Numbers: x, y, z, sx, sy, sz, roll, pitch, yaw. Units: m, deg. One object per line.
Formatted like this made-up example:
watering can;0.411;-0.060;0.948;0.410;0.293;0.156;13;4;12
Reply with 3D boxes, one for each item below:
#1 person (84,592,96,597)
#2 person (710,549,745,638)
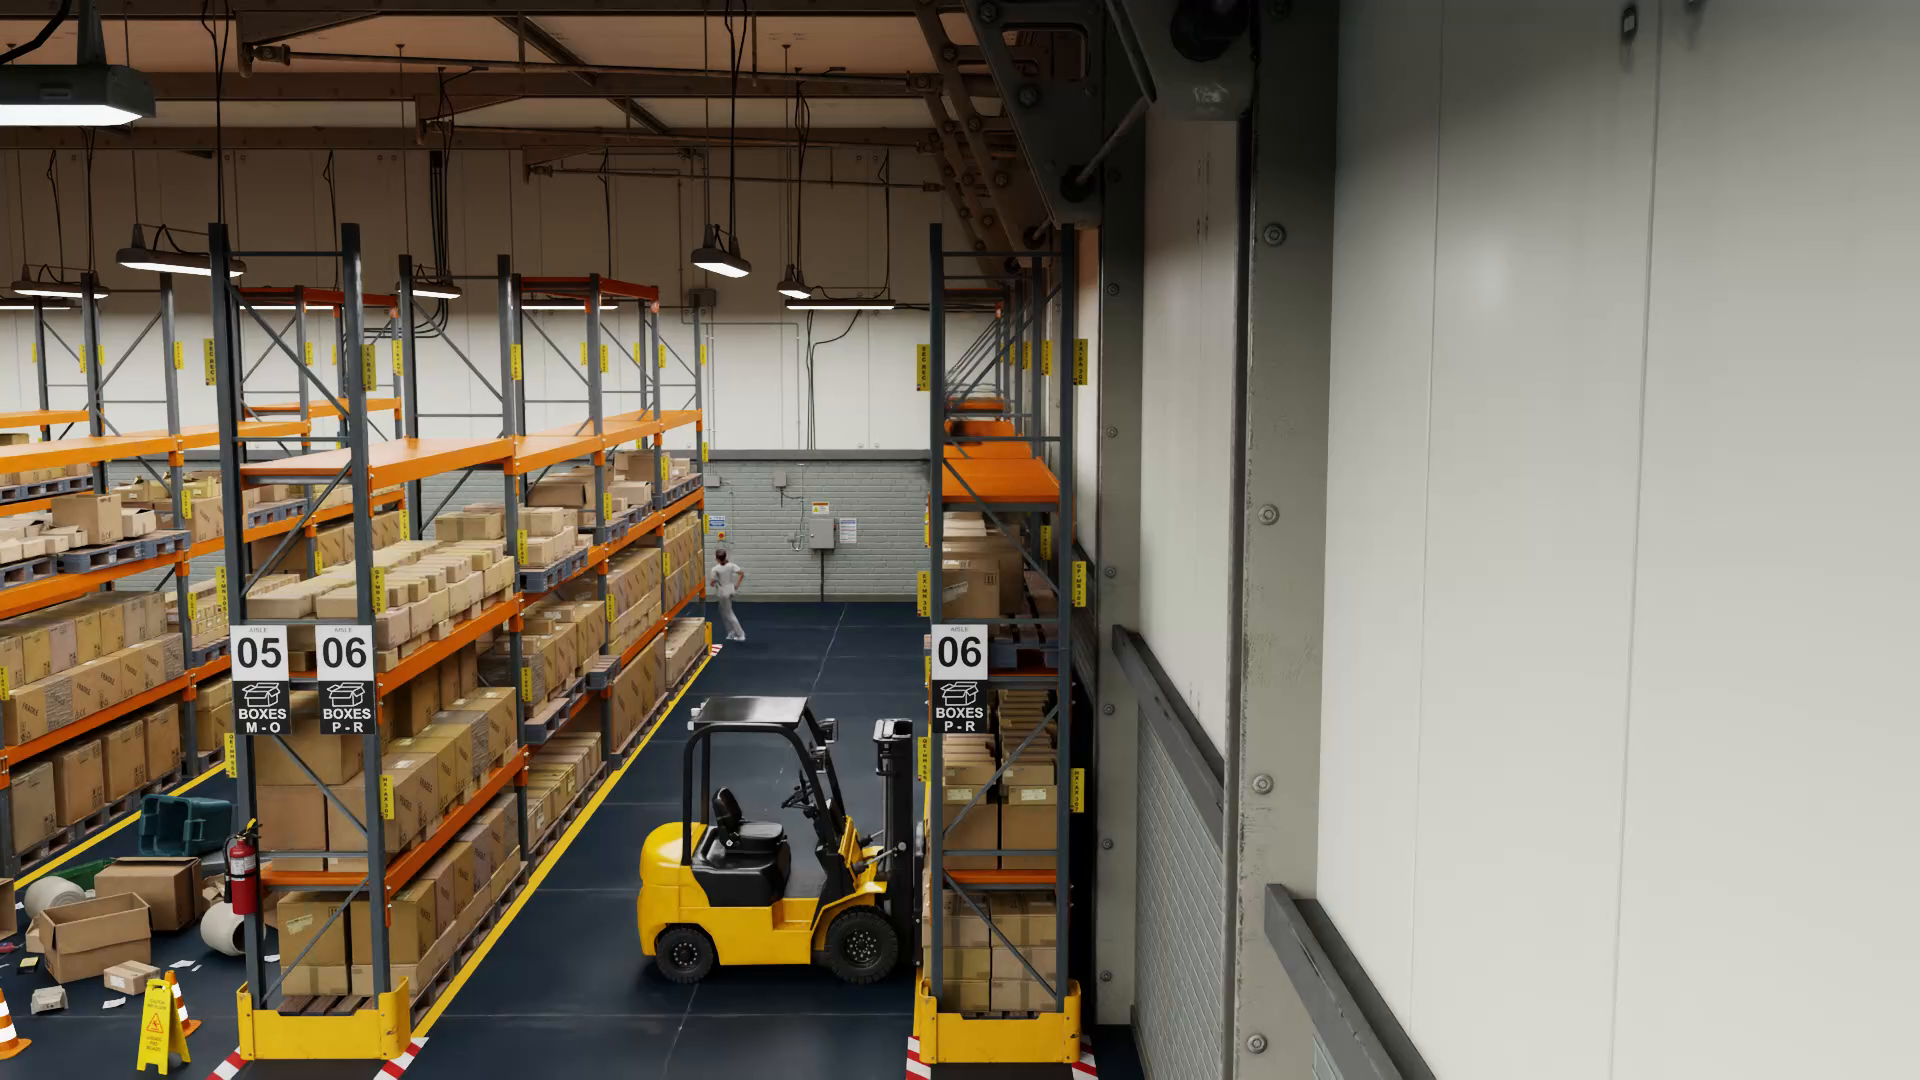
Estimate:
person;-12.503;1.530;23.978;0.541;1.573;0.506;0;7;-2
person;-4.079;0.924;28.931;0.658;1.562;0.550;5;9;39
